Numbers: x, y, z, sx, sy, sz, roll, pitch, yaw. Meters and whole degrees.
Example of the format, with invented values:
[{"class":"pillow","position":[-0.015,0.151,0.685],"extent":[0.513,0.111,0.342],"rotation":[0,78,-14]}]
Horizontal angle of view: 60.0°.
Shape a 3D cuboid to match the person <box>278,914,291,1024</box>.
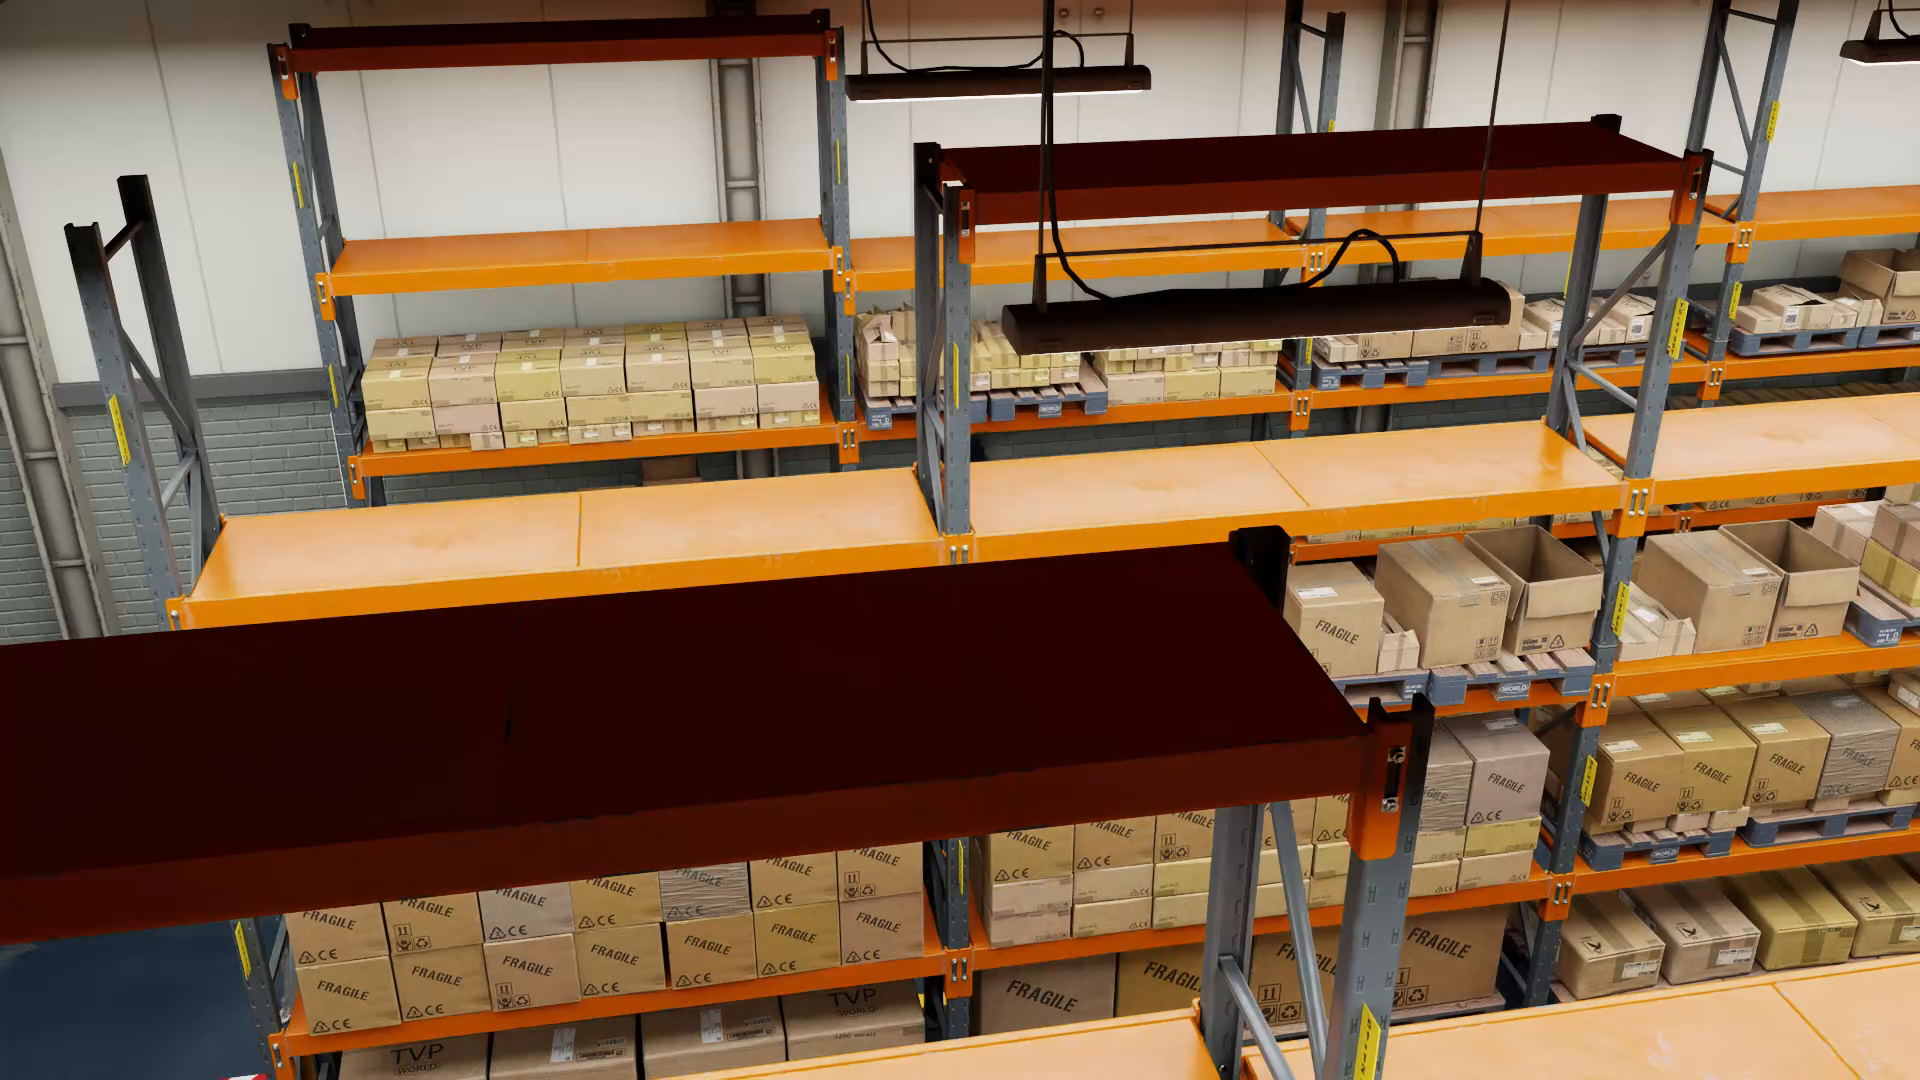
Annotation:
[{"class":"person","position":[-4.454,2.531,11.294],"extent":[0.686,1.600,0.632],"rotation":[-6,26,-11]}]
